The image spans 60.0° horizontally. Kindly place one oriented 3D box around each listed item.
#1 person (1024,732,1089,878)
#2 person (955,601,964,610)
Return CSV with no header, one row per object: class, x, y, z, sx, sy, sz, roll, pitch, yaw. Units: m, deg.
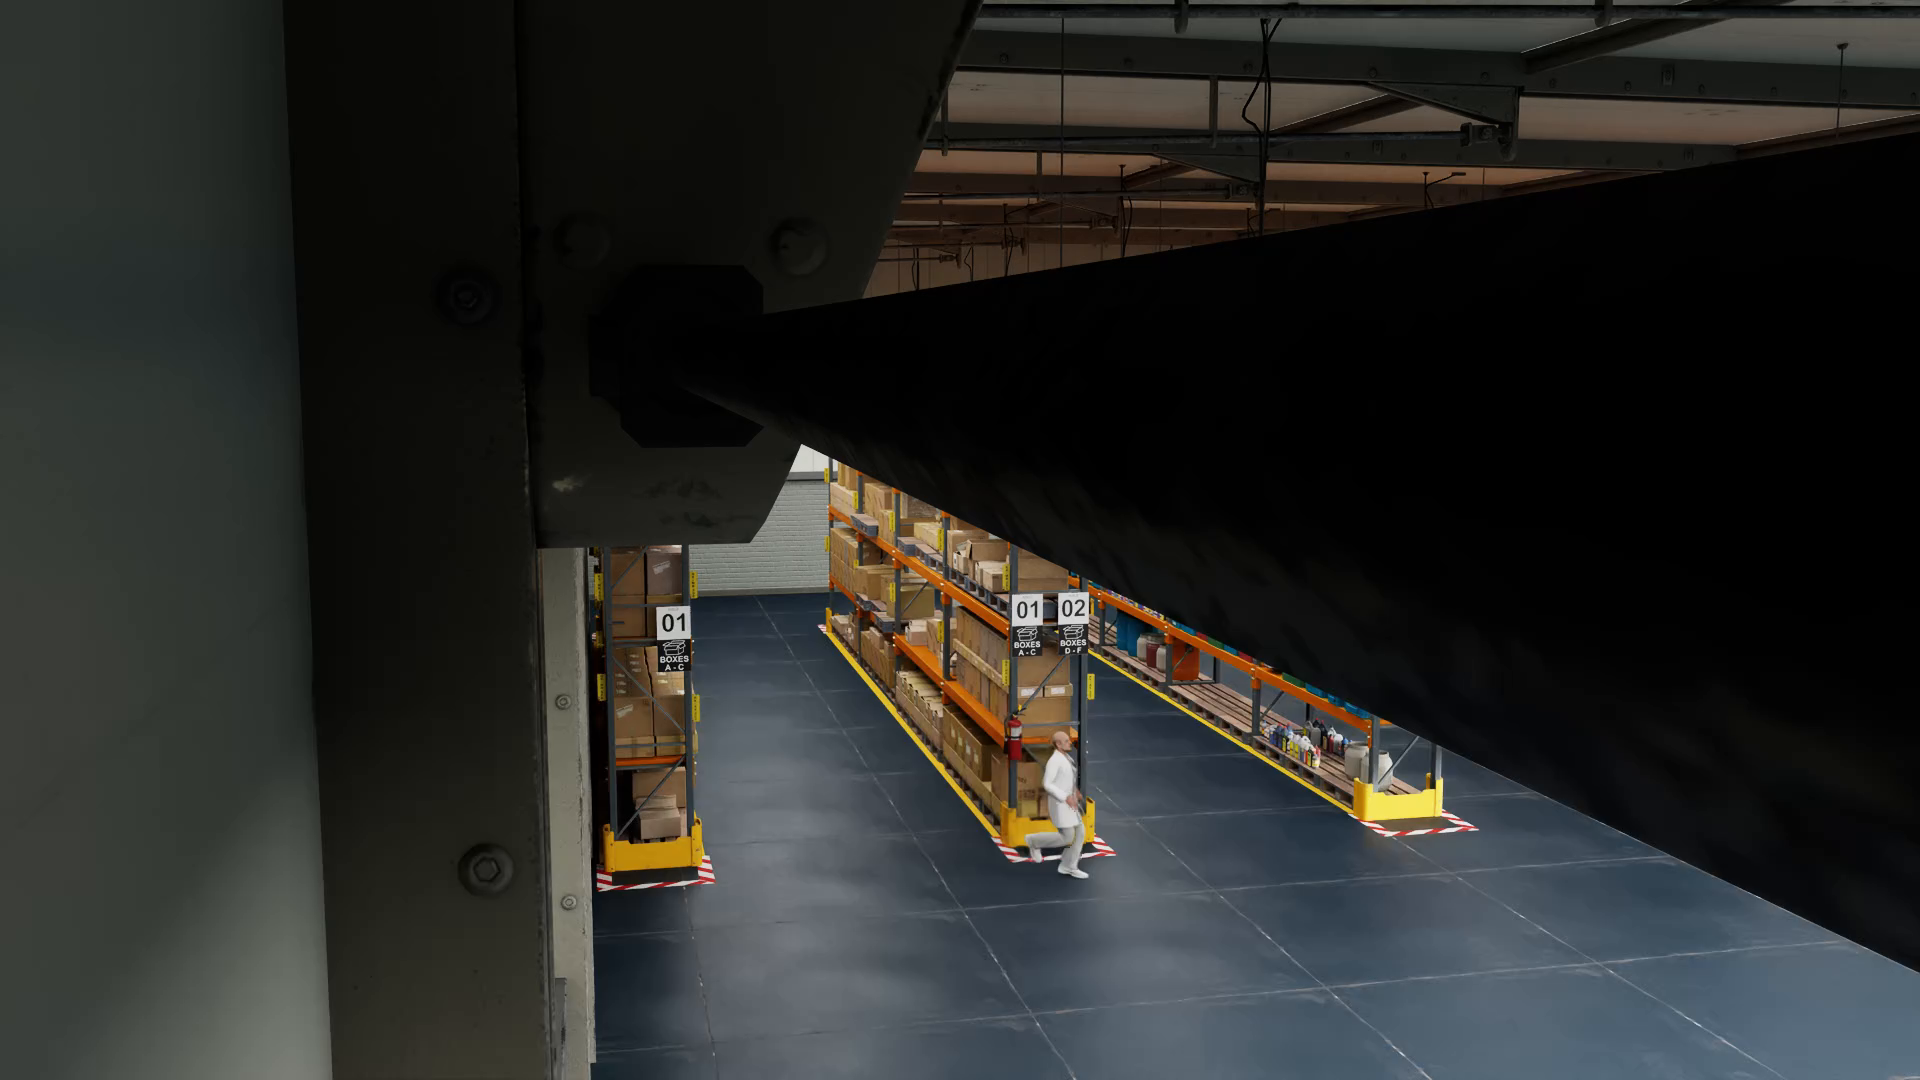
person,1.164,3.139,19.792,0.773,1.750,0.727,2,7,19
person,0.082,1.395,34.524,0.605,1.656,0.772,-2,7,-14
